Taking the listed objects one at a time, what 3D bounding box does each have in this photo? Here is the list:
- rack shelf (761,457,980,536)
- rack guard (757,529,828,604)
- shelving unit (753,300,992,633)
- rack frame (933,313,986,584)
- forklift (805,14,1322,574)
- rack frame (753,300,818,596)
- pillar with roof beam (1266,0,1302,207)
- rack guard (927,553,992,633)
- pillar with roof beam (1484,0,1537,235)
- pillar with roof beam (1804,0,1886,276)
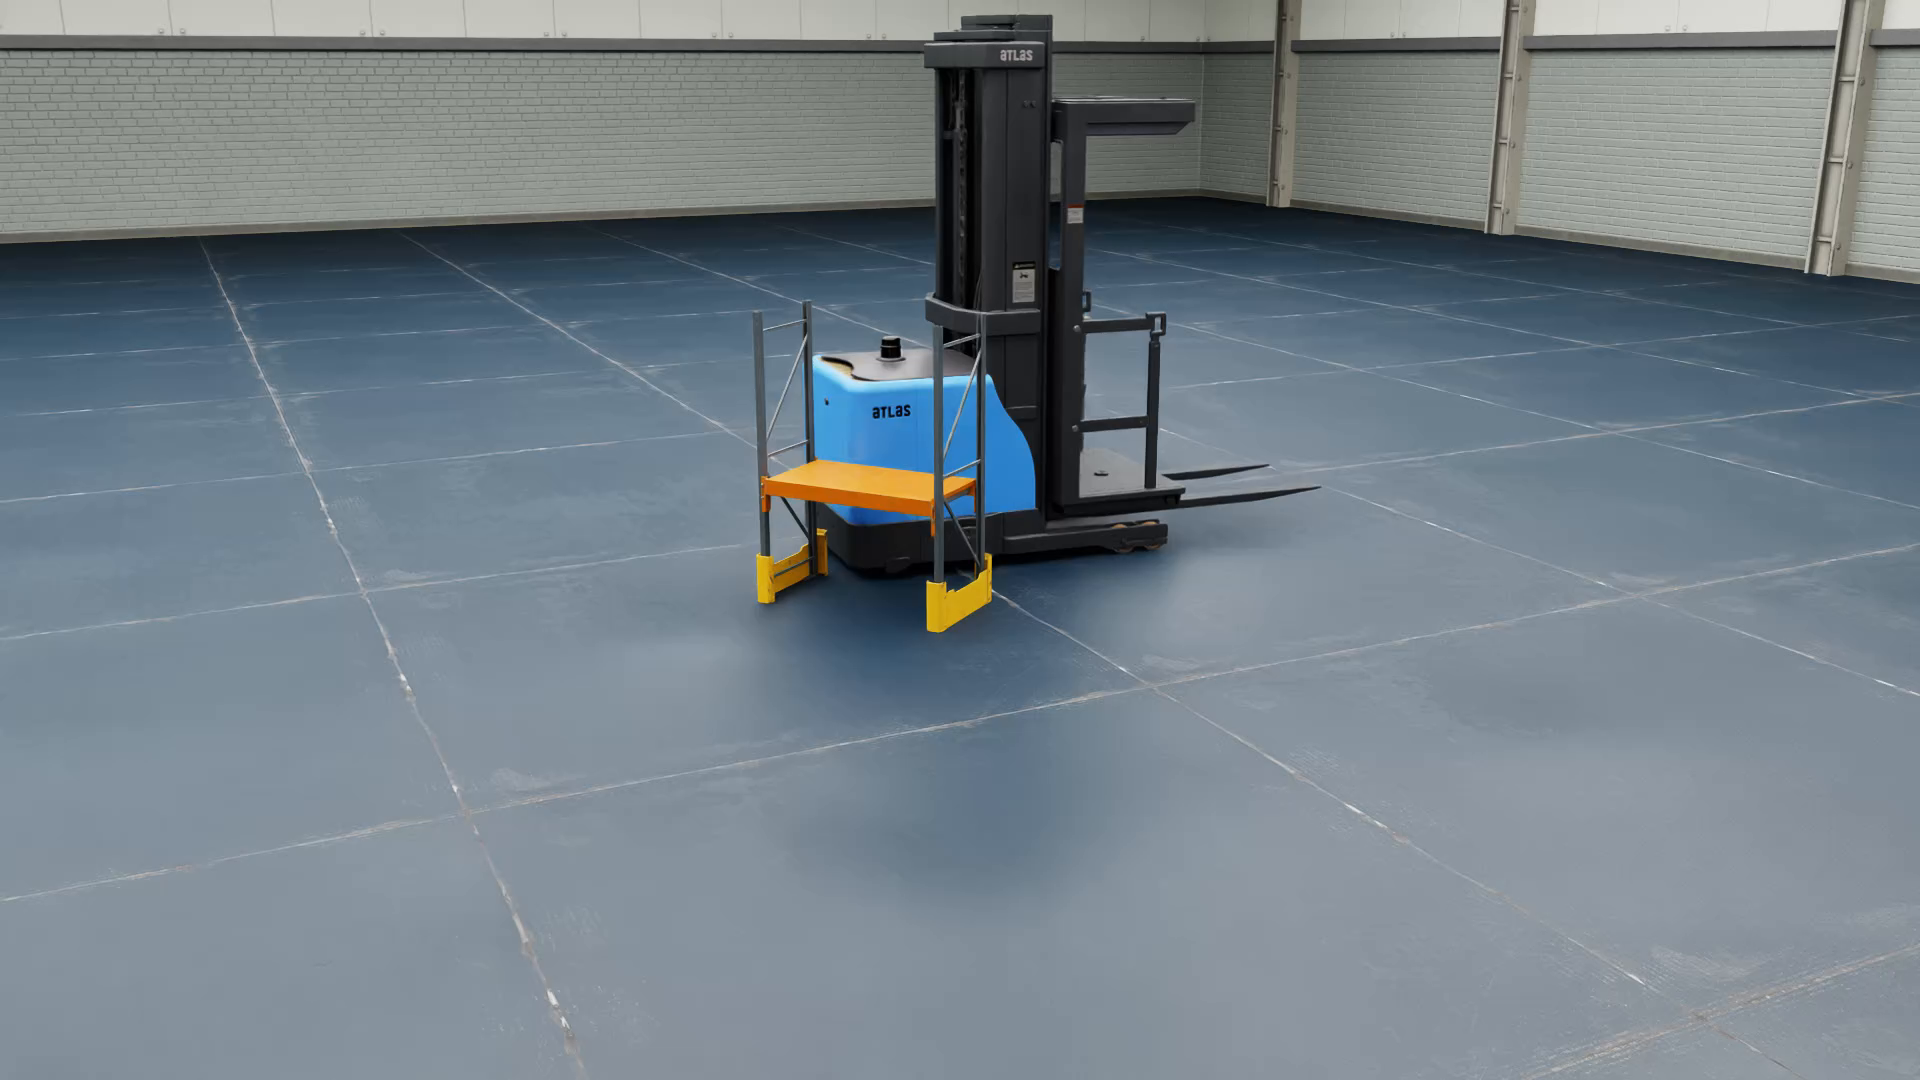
[{"bbox_3d":[-0.451,-0.232,8.494,1.000,0.185,0.538,8,18,26],"label":"rack shelf"},{"bbox_3d":[-0.885,0.134,8.832,0.087,0.250,0.587,8,18,26],"label":"rack guard"},{"bbox_3d":[-0.443,-0.404,8.440,1.083,1.500,0.587,8,18,26],"label":"shelving unit"},{"bbox_3d":[0.001,-0.341,8.220,0.032,1.500,0.500,8,18,26],"label":"rack frame"},{"bbox_3d":[0.662,-1.460,9.525,3.031,2.935,1.130,-6,17,-20],"label":"forklift"},{"bbox_3d":[-0.903,-0.470,8.668,0.032,1.500,0.500,8,18,26],"label":"rack frame"},{"bbox_3d":[2.340,-10.310,29.364,9.100,9.000,0.400,-8,18,-25],"label":"pillar with roof beam"},{"bbox_3d":[0.000,0.260,8.393,0.087,0.250,0.587,8,18,26],"label":"rack guard"},{"bbox_3d":[4.968,-8.822,24.180,9.100,9.000,0.400,-8,18,-25],"label":"pillar with roof beam"},{"bbox_3d":[7.597,-7.335,18.996,9.100,9.000,0.400,-8,18,-25],"label":"pillar with roof beam"}]
